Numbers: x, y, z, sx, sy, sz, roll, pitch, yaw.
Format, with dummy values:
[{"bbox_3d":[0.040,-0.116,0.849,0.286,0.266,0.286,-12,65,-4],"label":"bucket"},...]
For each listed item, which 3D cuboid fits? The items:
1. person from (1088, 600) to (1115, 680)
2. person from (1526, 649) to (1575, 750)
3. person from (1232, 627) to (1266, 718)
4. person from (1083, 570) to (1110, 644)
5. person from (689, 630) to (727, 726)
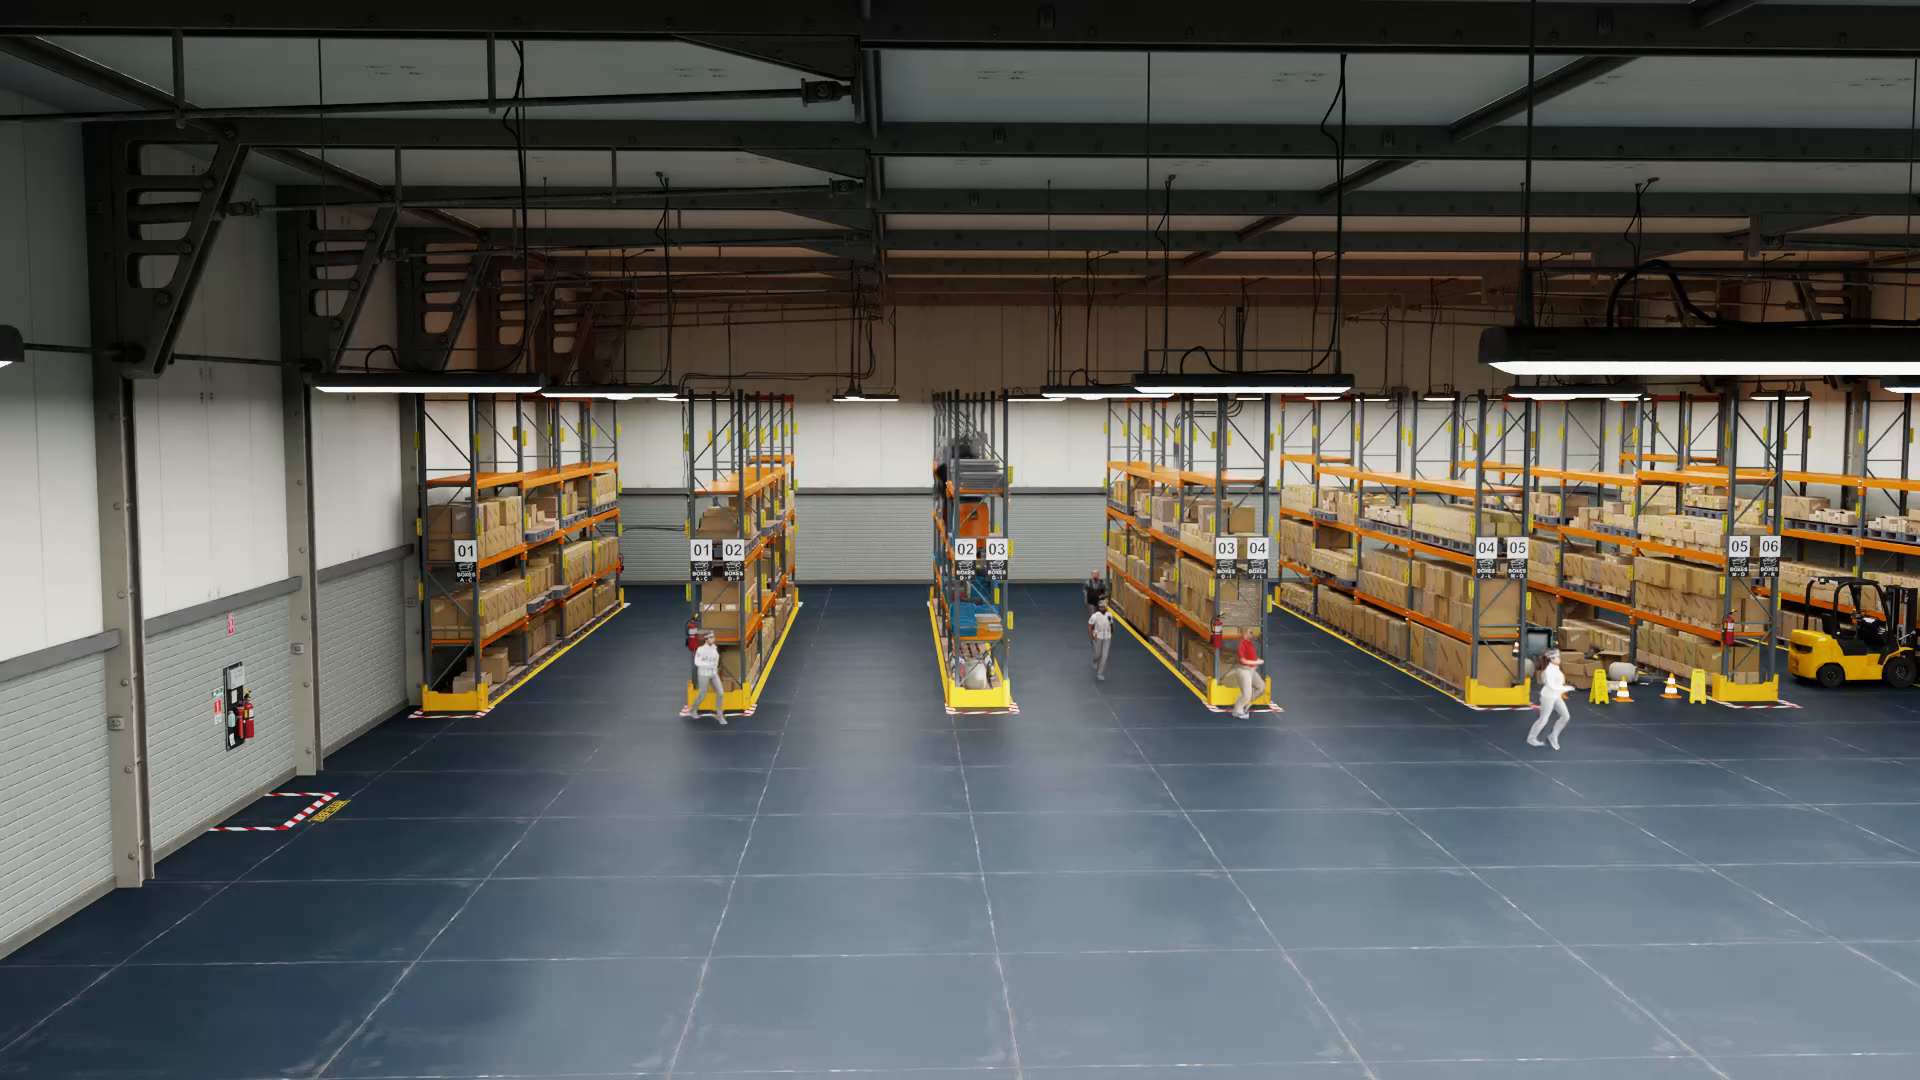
[{"bbox_3d":[2.969,2.065,34.861,0.598,1.672,0.689,-1,5,-11],"label":"person"},{"bbox_3d":[9.805,2.639,27.539,0.778,1.708,0.574,4,6,39],"label":"person"},{"bbox_3d":[5.232,2.418,30.248,0.599,1.689,0.672,3,6,33],"label":"person"},{"bbox_3d":[3.298,1.590,40.148,0.650,1.772,0.814,0,5,0],"label":"person"},{"bbox_3d":[-4.541,2.453,29.863,0.878,1.716,0.639,4,6,41],"label":"person"}]
